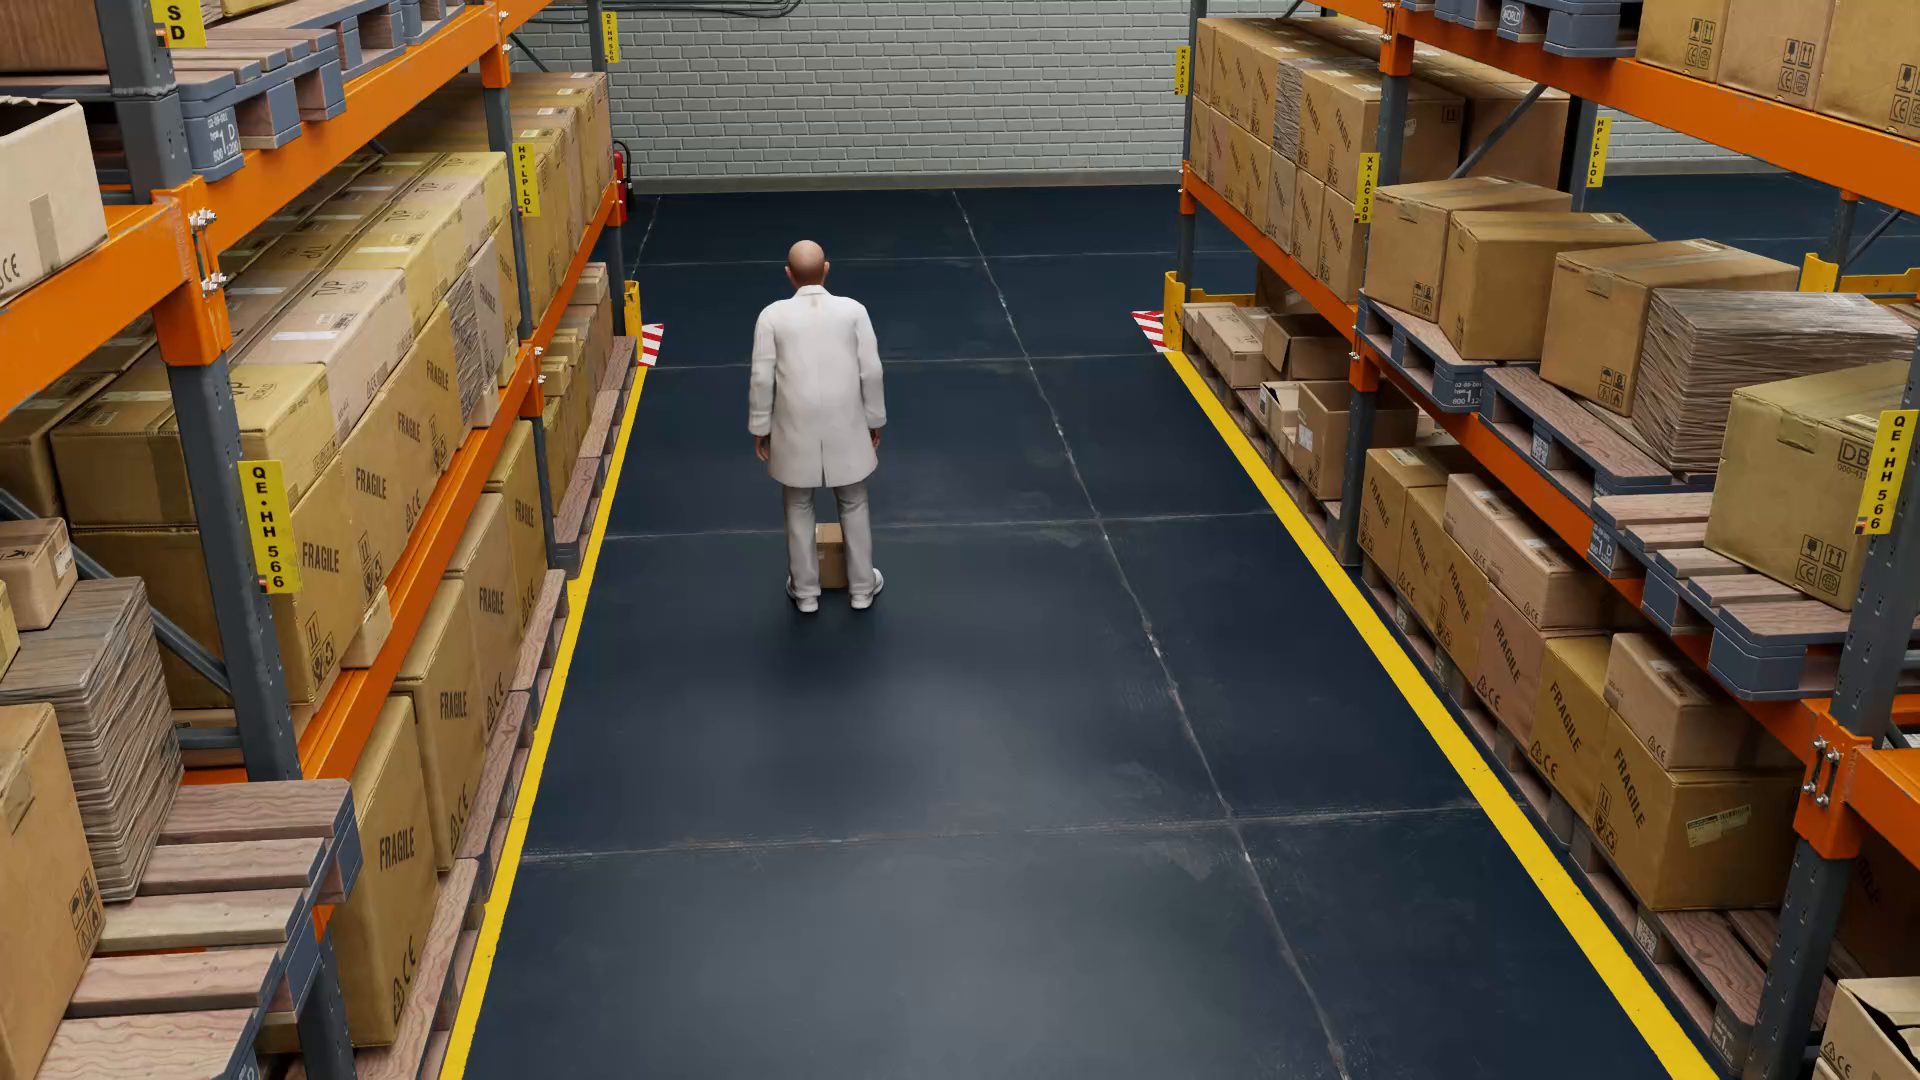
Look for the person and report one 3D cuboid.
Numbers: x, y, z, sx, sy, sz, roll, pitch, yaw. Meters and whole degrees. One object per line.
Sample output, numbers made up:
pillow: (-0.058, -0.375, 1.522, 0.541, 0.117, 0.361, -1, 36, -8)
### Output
person: (-0.670, -0.523, 7.826, 0.653, 1.774, 0.424, -4, 24, -8)
